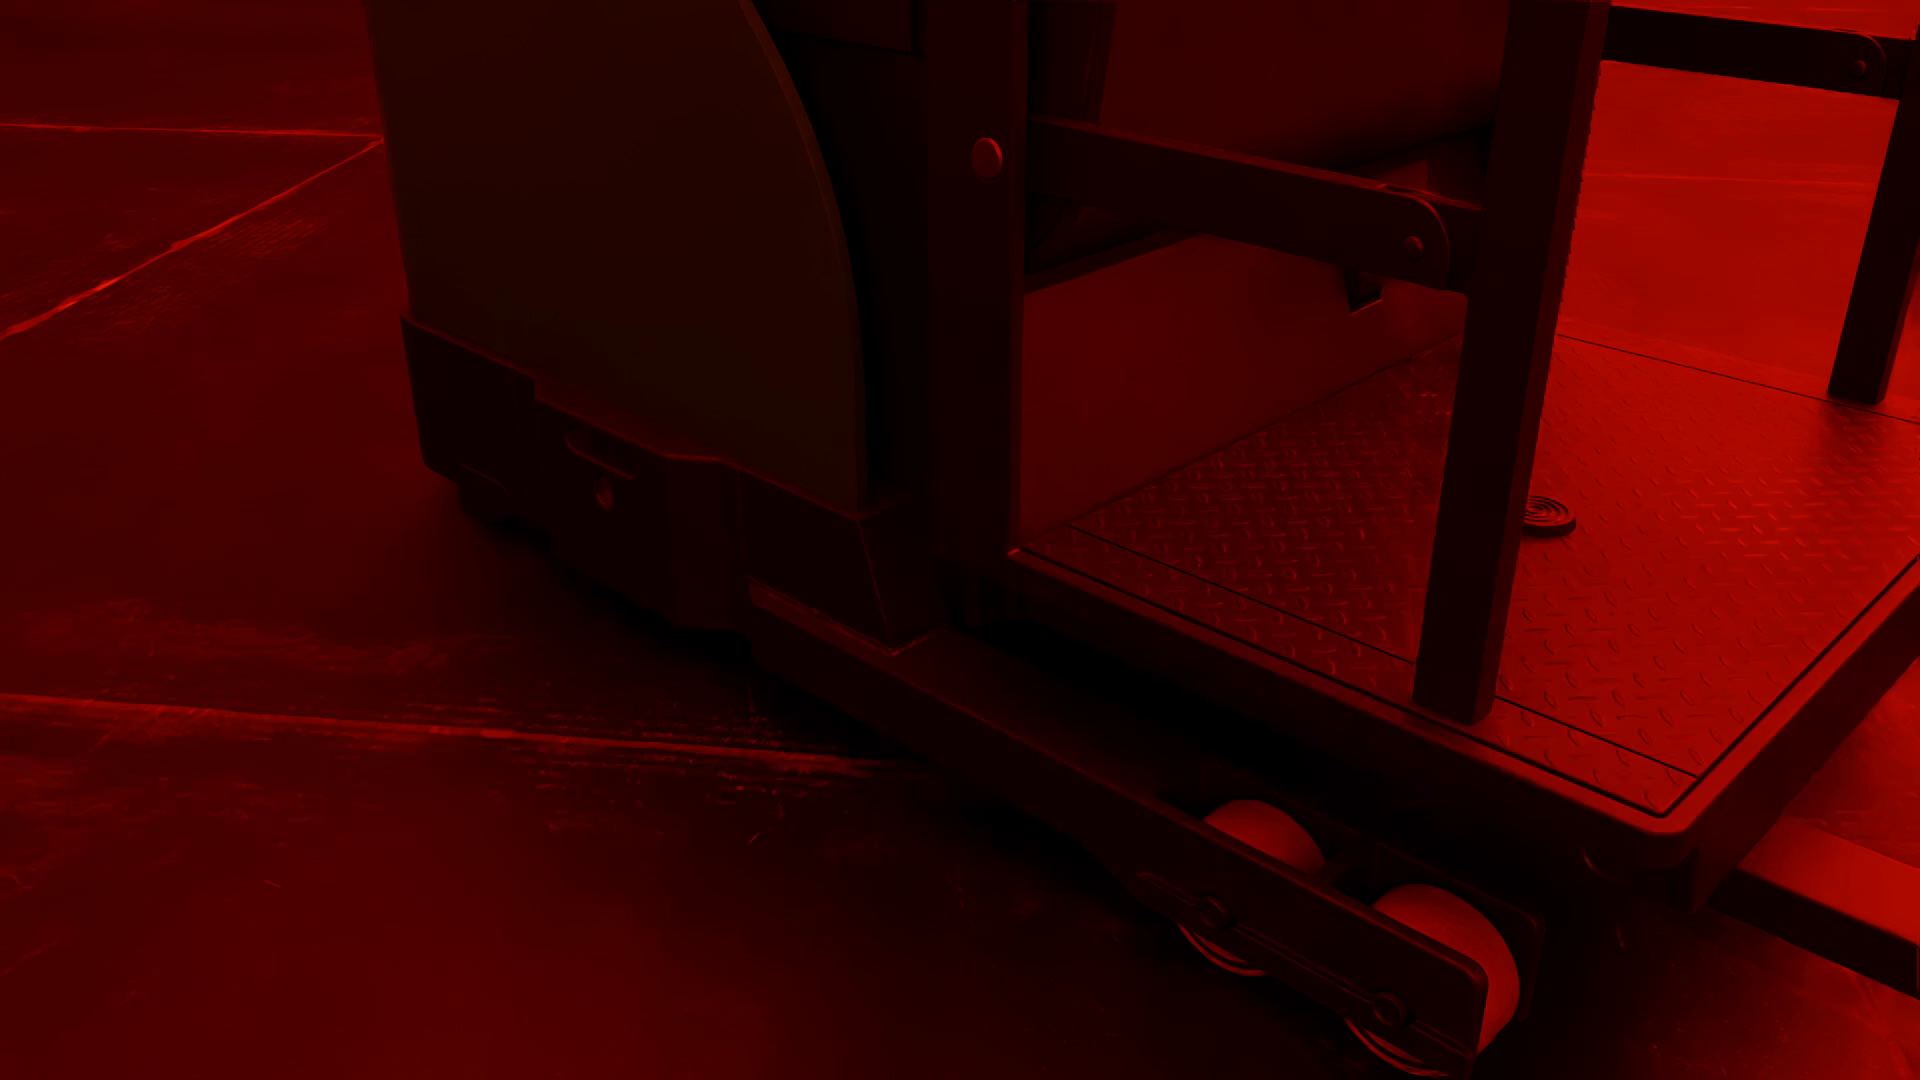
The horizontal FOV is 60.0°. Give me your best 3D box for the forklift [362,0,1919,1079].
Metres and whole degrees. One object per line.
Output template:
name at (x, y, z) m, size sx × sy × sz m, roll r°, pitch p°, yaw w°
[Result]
forklift at (0.567, -1.088, 1.397) m, size 3.031 × 2.935 × 1.130 m, roll 23°, pitch 35°, yaw 38°
